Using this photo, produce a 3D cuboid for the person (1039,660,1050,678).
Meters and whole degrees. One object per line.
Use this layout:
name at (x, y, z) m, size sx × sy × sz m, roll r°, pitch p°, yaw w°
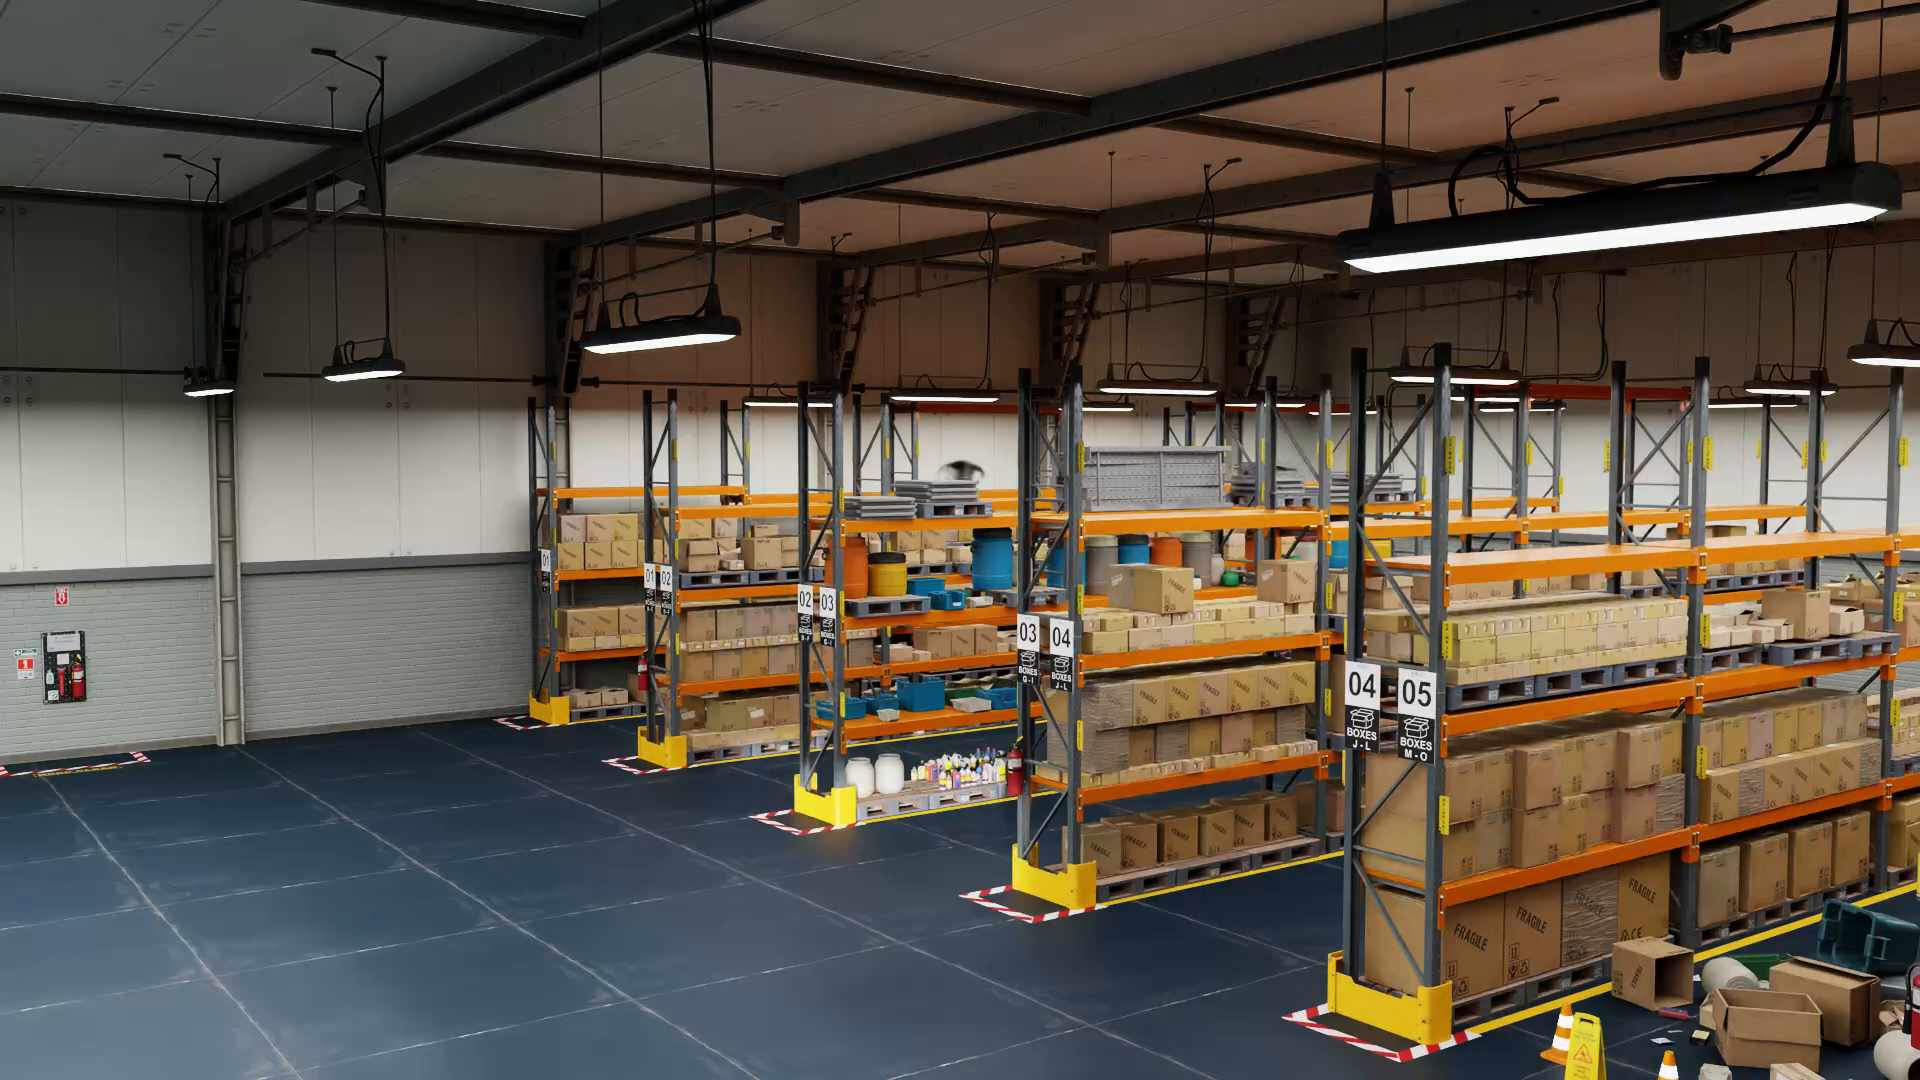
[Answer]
person at (1.835, 2.232, 34.835) m, size 0.627 × 1.821 × 0.735 m, roll 3°, pitch 5°, yaw 44°
